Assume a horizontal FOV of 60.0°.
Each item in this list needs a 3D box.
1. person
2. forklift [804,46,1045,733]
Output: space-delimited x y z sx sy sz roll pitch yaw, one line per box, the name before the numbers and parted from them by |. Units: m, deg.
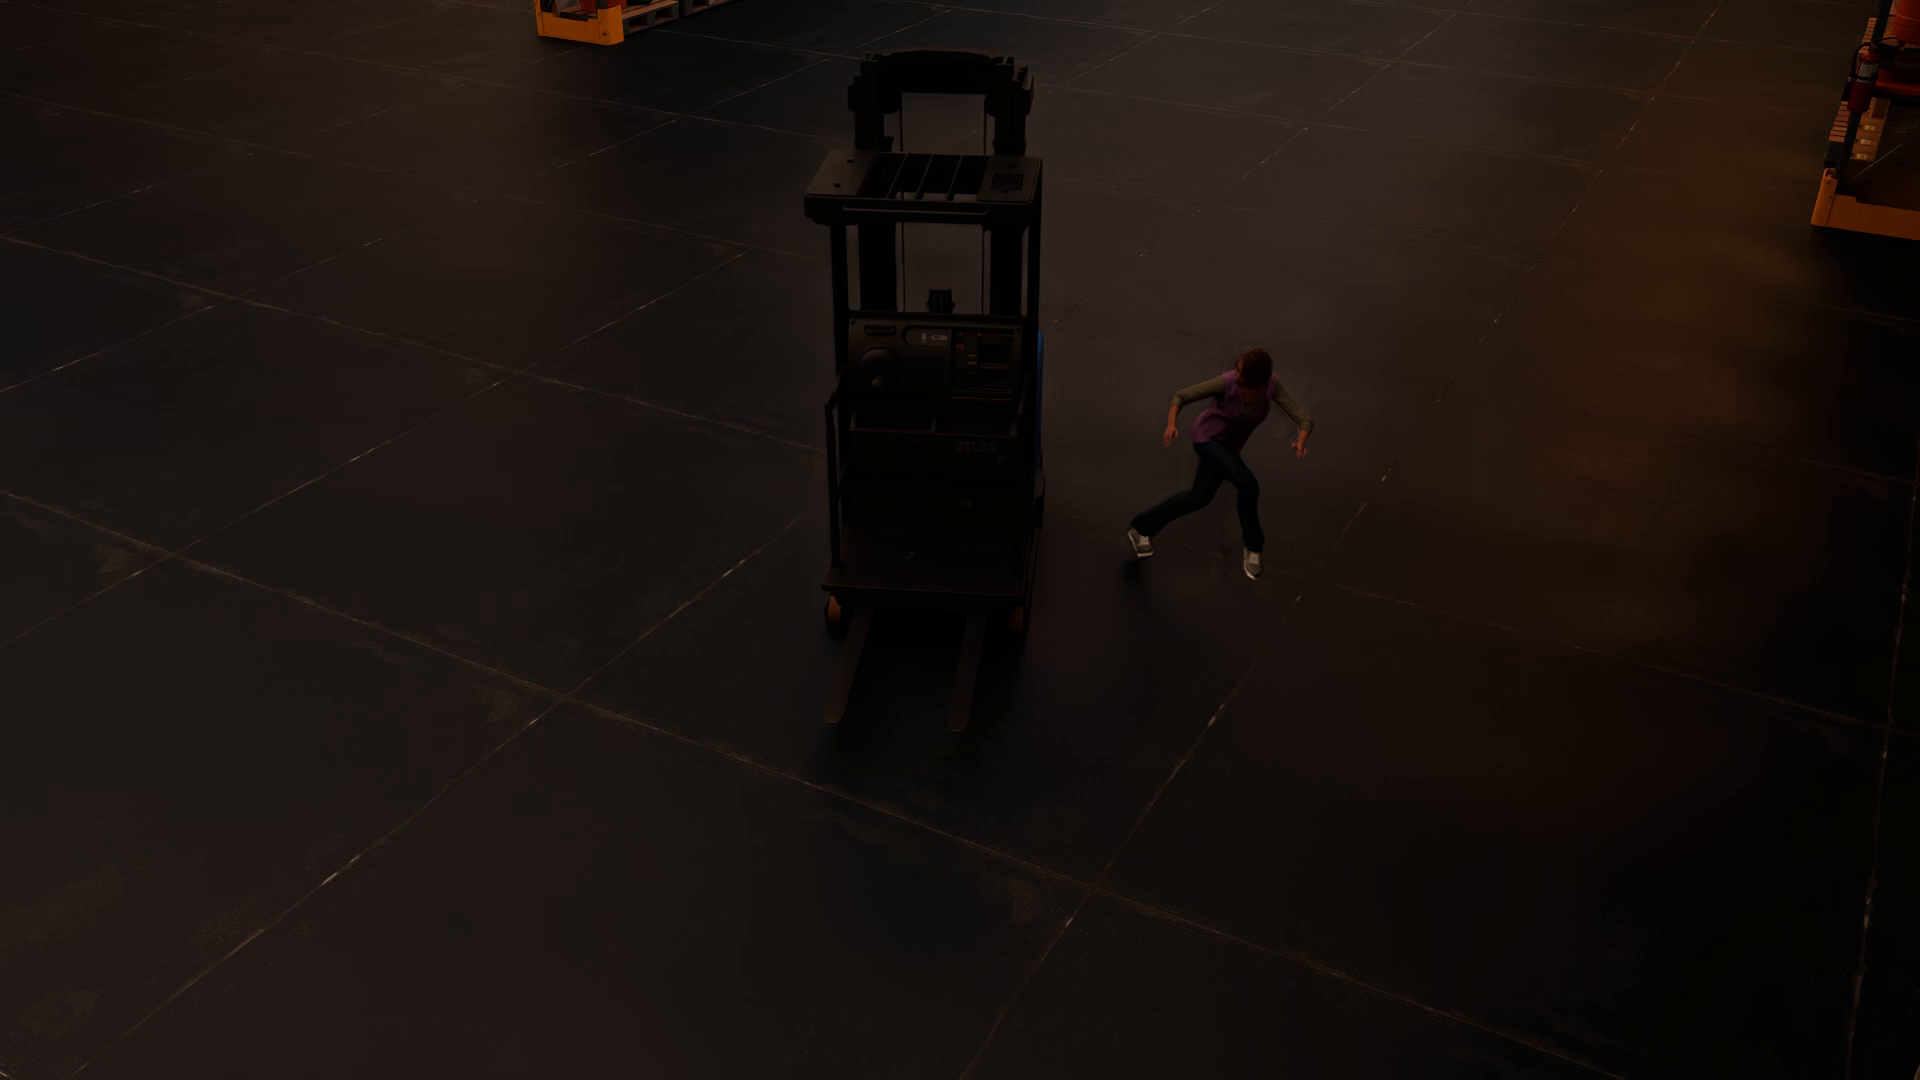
person | 1.490 -0.426 9.379 0.827 1.379 0.937 -17 34 -26
forklift | -0.154 -0.928 8.679 1.130 2.935 3.031 3 30 5
